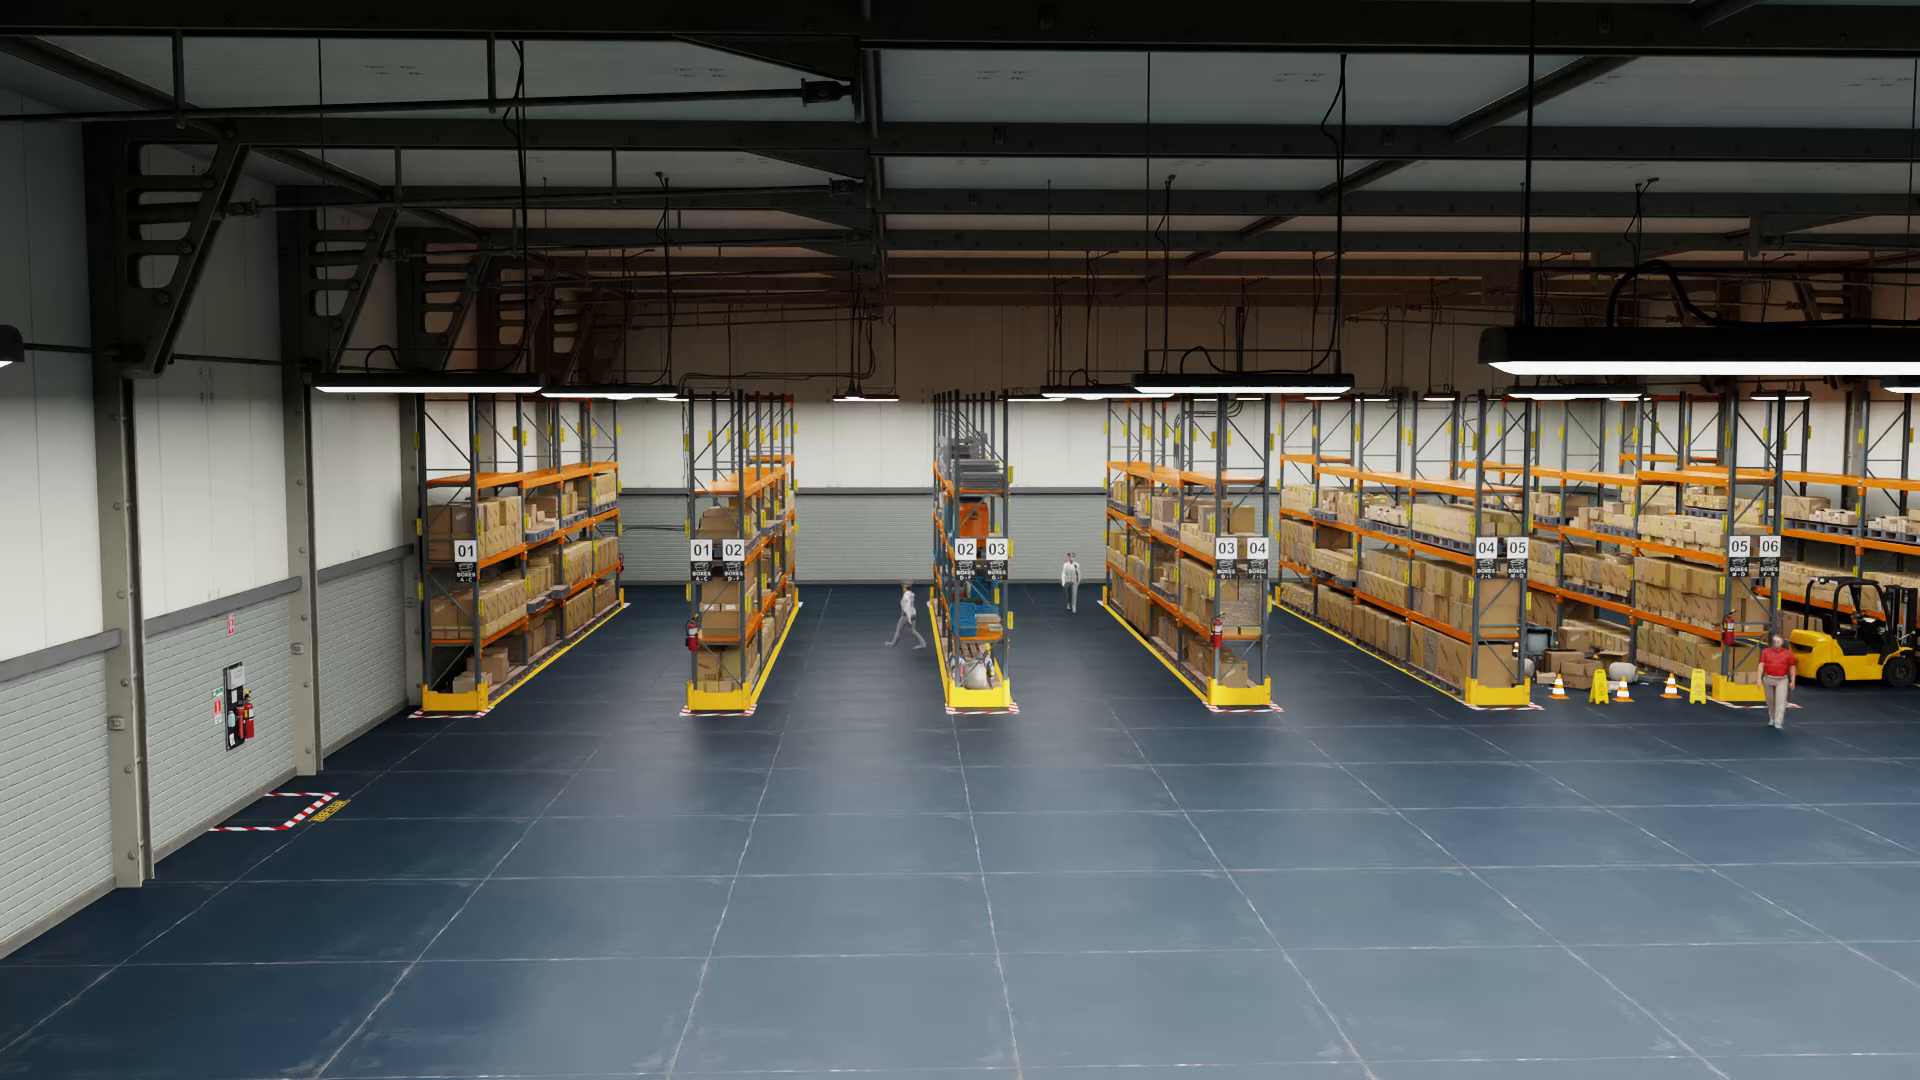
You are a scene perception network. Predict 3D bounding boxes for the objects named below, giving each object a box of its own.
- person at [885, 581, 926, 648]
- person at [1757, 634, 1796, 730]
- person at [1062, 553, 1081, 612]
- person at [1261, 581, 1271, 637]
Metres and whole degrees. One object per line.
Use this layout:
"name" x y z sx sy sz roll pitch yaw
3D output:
"person" -1.278 1.756 38.832 1.045 1.585 0.482 3 5 29
"person" 14.307 2.489 29.202 0.566 1.665 1.088 4 6 39
"person" 3.075 1.145 45.871 0.534 1.614 1.034 0 5 1
"person" 7.289 1.534 40.557 0.586 1.784 0.535 0 5 3
